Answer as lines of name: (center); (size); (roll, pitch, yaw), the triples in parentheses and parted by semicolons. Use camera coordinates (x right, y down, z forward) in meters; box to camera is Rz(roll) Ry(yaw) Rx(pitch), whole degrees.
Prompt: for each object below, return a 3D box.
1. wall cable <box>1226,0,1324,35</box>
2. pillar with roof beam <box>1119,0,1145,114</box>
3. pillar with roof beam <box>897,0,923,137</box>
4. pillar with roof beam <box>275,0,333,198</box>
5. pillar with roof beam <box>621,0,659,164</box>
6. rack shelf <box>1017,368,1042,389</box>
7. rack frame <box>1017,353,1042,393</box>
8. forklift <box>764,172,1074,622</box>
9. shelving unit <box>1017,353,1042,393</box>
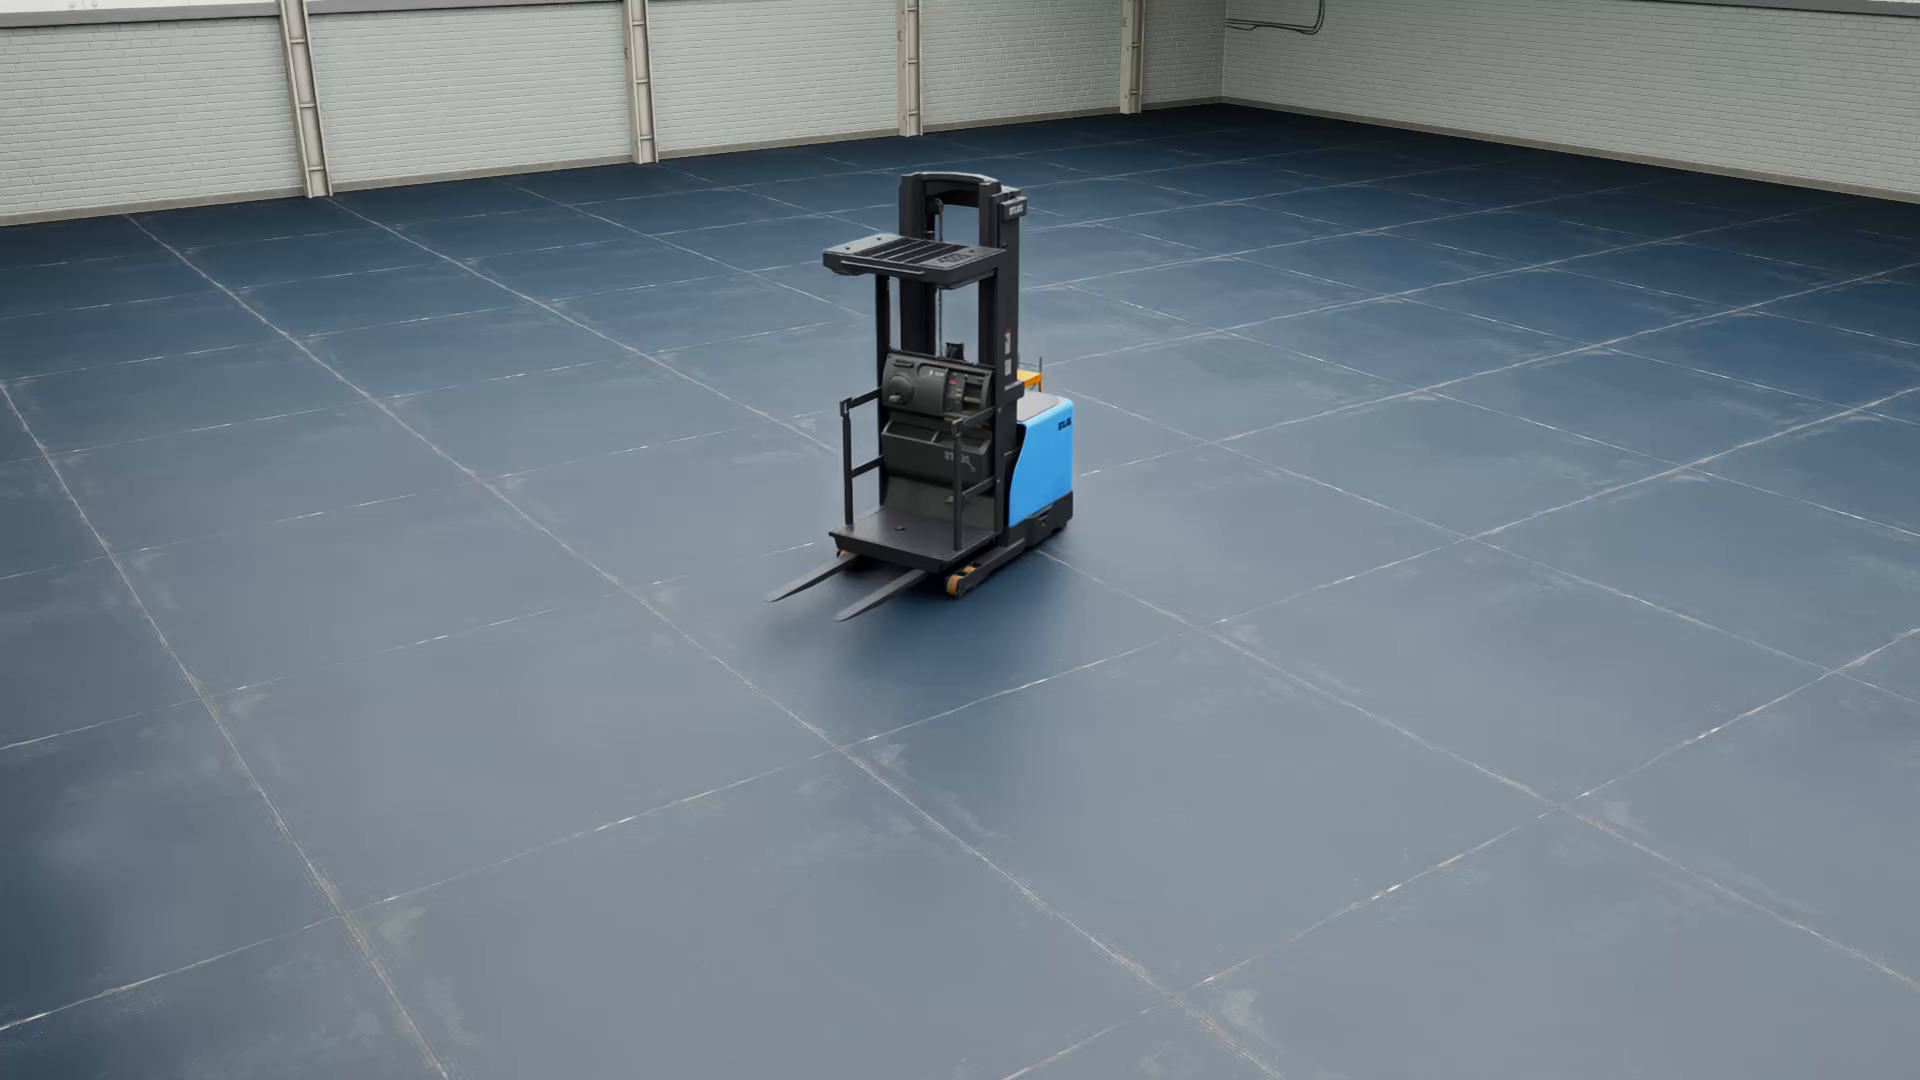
wall cable: (7.014, -12.654, 37.156); (0.112, 2.526, 3.097); (-15, 26, -33)
pillar with roof beam: (6.365, -12.561, 32.733); (0.400, 9.000, 9.100); (-15, 26, -33)
pillar with roof beam: (1.494, -11.263, 29.479); (0.400, 9.000, 9.100); (-15, 26, -33)
pillar with roof beam: (-8.246, -8.665, 22.970); (0.400, 9.000, 9.100); (-15, 26, -33)
pillar with roof beam: (-3.376, -9.964, 26.224); (0.400, 9.000, 9.100); (-15, 26, -33)
rack shelf: (0.459, -1.301, 13.979); (0.258, 0.148, 0.480); (13, 25, 30)
rack frame: (0.590, -1.013, 14.315); (0.240, 1.200, 0.015); (13, 25, 30)
forklift: (-0.291, -1.135, 12.286); (1.130, 2.935, 3.031); (13, 25, 30)
shelving unit: (0.459, -0.936, 14.124); (0.258, 1.200, 0.503); (13, 25, 30)
